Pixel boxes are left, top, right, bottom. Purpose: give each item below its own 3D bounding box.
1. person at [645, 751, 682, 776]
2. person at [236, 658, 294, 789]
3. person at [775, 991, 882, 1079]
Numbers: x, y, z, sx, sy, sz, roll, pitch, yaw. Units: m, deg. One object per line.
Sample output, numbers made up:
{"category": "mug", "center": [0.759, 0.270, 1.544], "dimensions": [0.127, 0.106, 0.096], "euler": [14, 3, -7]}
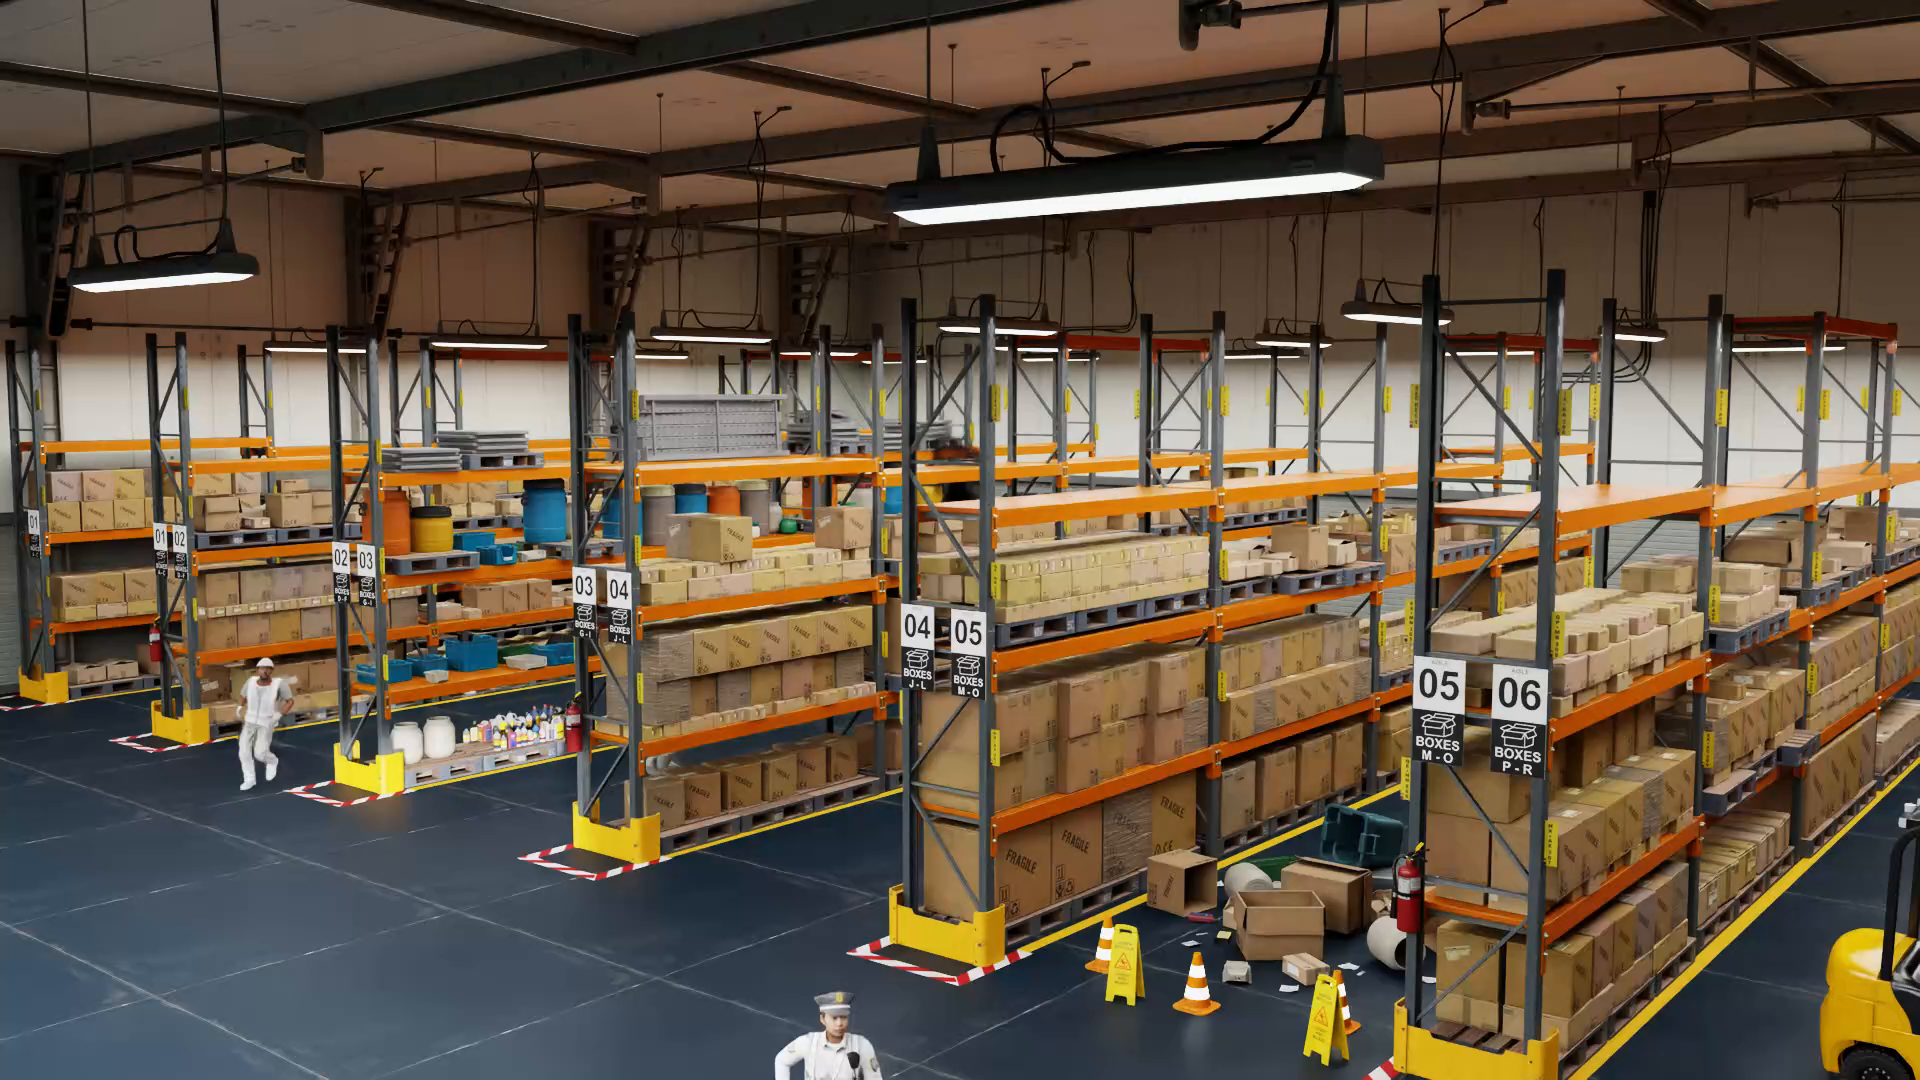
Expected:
{"category": "person", "center": [-3.720, 2.468, 21.037], "dimensions": [0.605, 1.615, 0.579], "euler": [4, 7, 38]}
{"category": "person", "center": [-9.074, 2.374, 21.651], "dimensions": [0.685, 1.701, 0.573], "euler": [0, 5, 3]}
{"category": "person", "center": [-0.745, 3.457, 9.692], "dimensions": [0.620, 1.711, 0.863], "euler": [-1, 5, -12]}
